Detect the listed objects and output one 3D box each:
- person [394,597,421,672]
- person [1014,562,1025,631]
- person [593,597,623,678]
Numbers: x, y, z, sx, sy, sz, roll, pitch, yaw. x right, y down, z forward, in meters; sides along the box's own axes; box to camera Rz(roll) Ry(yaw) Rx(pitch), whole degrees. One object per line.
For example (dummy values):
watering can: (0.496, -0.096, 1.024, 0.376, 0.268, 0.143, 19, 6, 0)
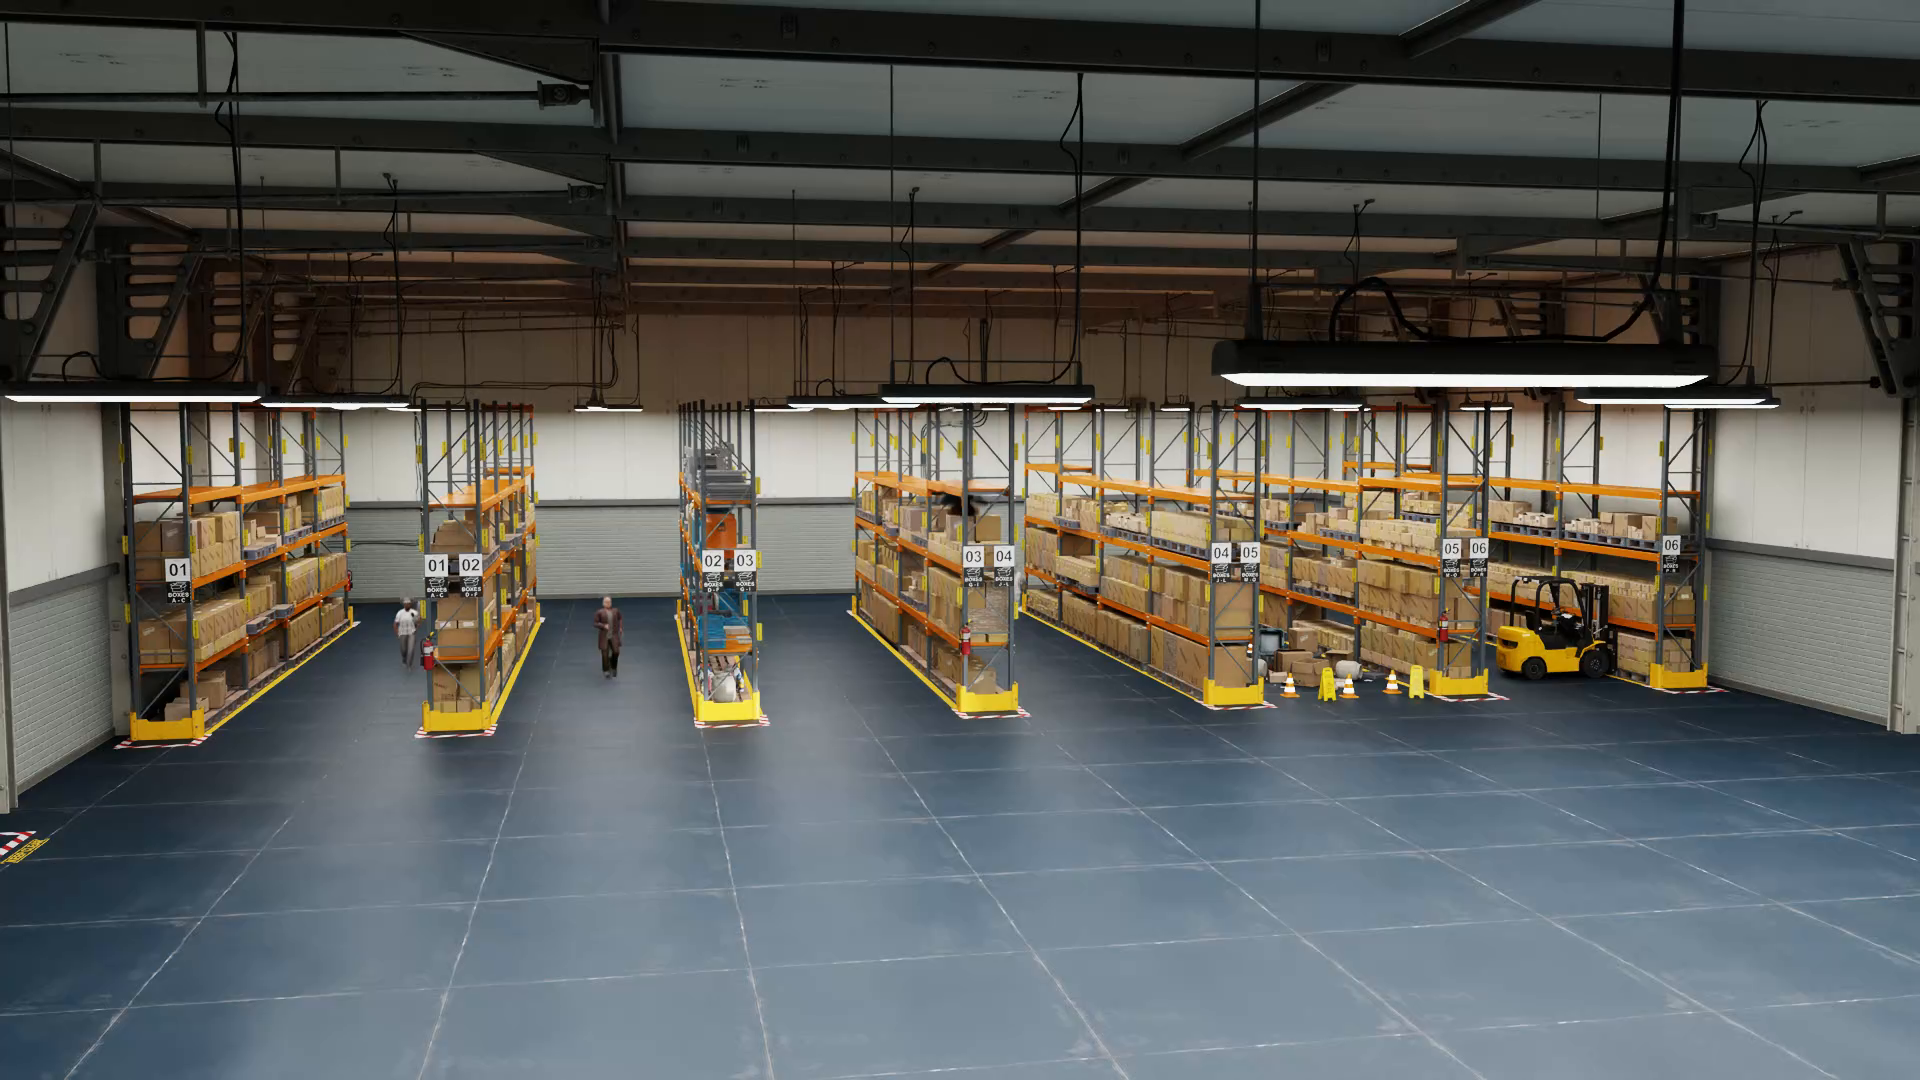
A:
person: (-12.347, 2.103, 37.194, 0.582, 1.665, 0.578, -1, 5, -18)
person: (1.432, 1.491, 44.253, 0.630, 1.843, 0.736, -1, 4, -12)
person: (-7.602, 2.121, 36.038, 0.680, 1.766, 0.734, -2, 5, -21)
